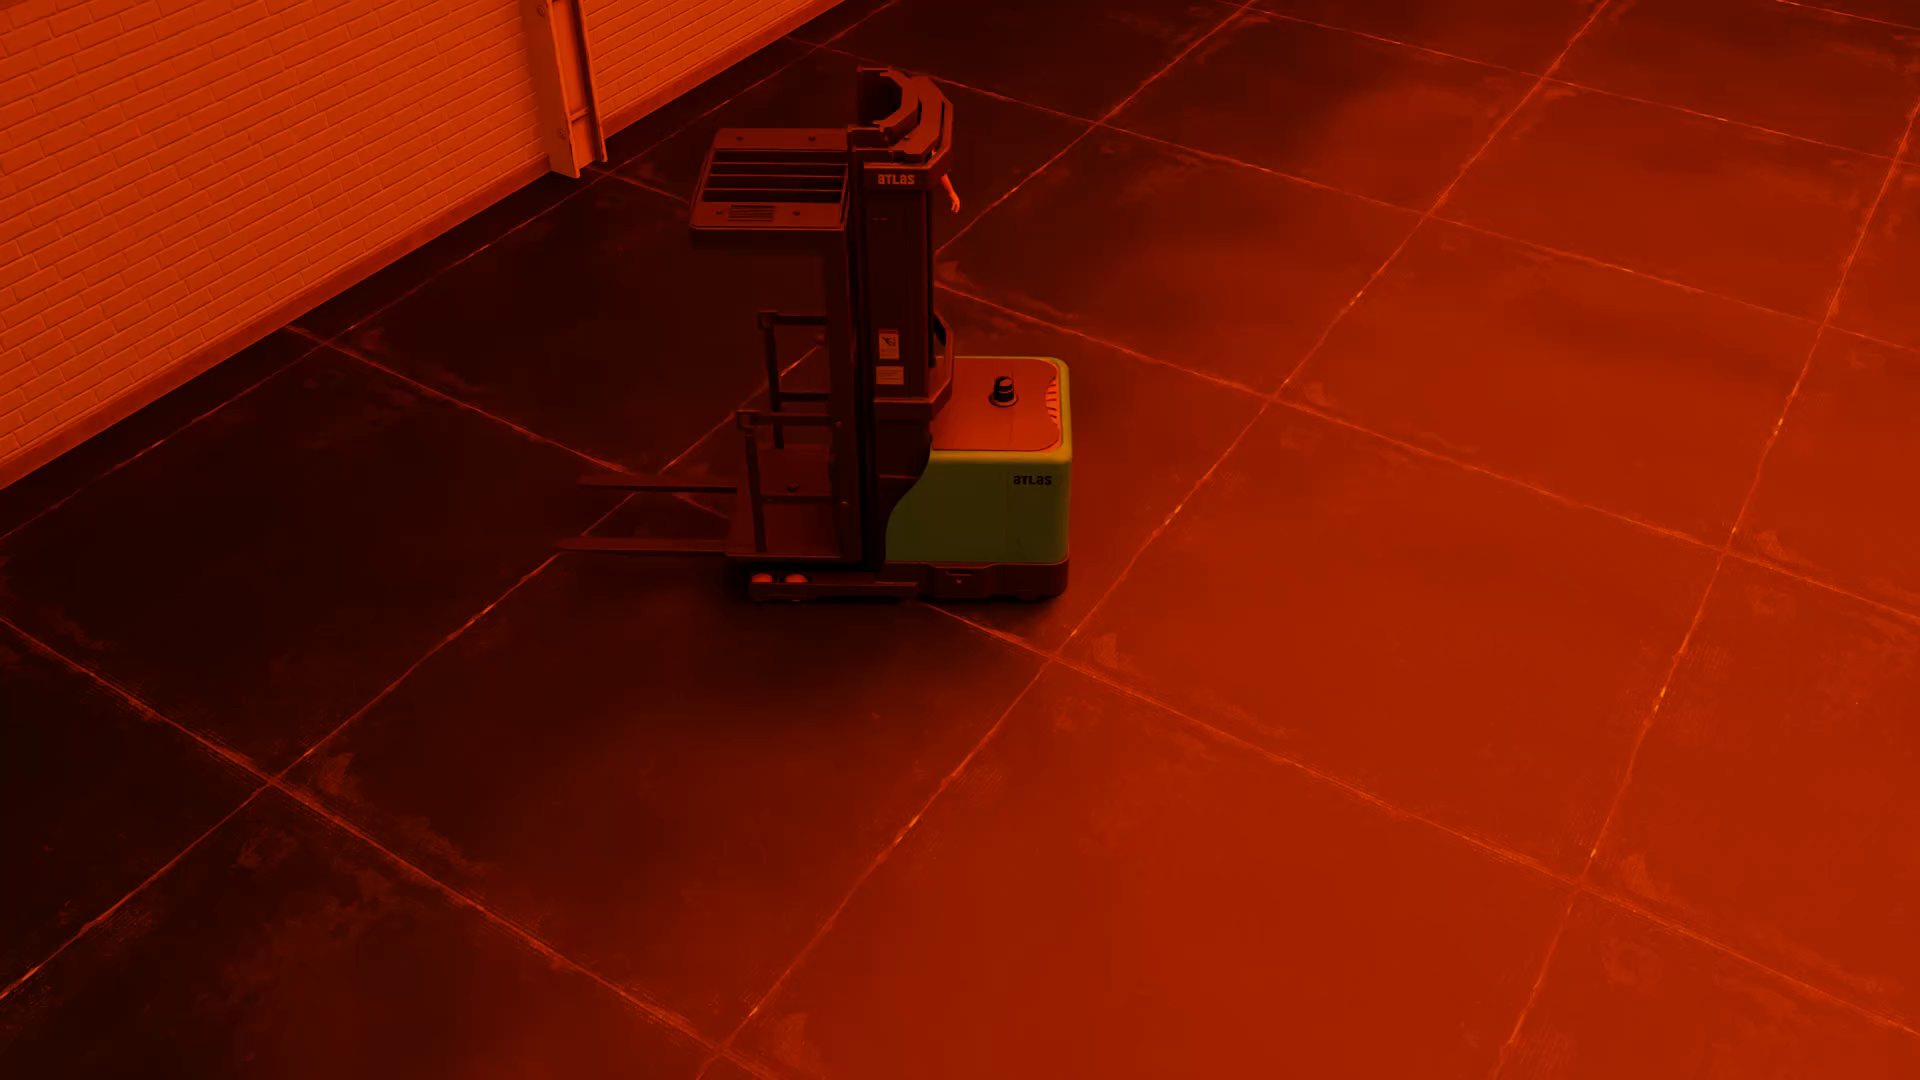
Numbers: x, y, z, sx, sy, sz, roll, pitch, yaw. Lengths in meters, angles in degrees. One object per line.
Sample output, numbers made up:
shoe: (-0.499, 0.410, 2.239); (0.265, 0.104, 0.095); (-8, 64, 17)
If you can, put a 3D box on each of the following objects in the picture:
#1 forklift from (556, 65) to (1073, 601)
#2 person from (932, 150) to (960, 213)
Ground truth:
forklift: (-0.869, -1.098, 9.262); (3.031, 2.935, 1.130); (1, 40, 1)
person: (-0.477, -2.450, 11.883); (0.884, 1.631, 0.718); (-10, 41, -11)
